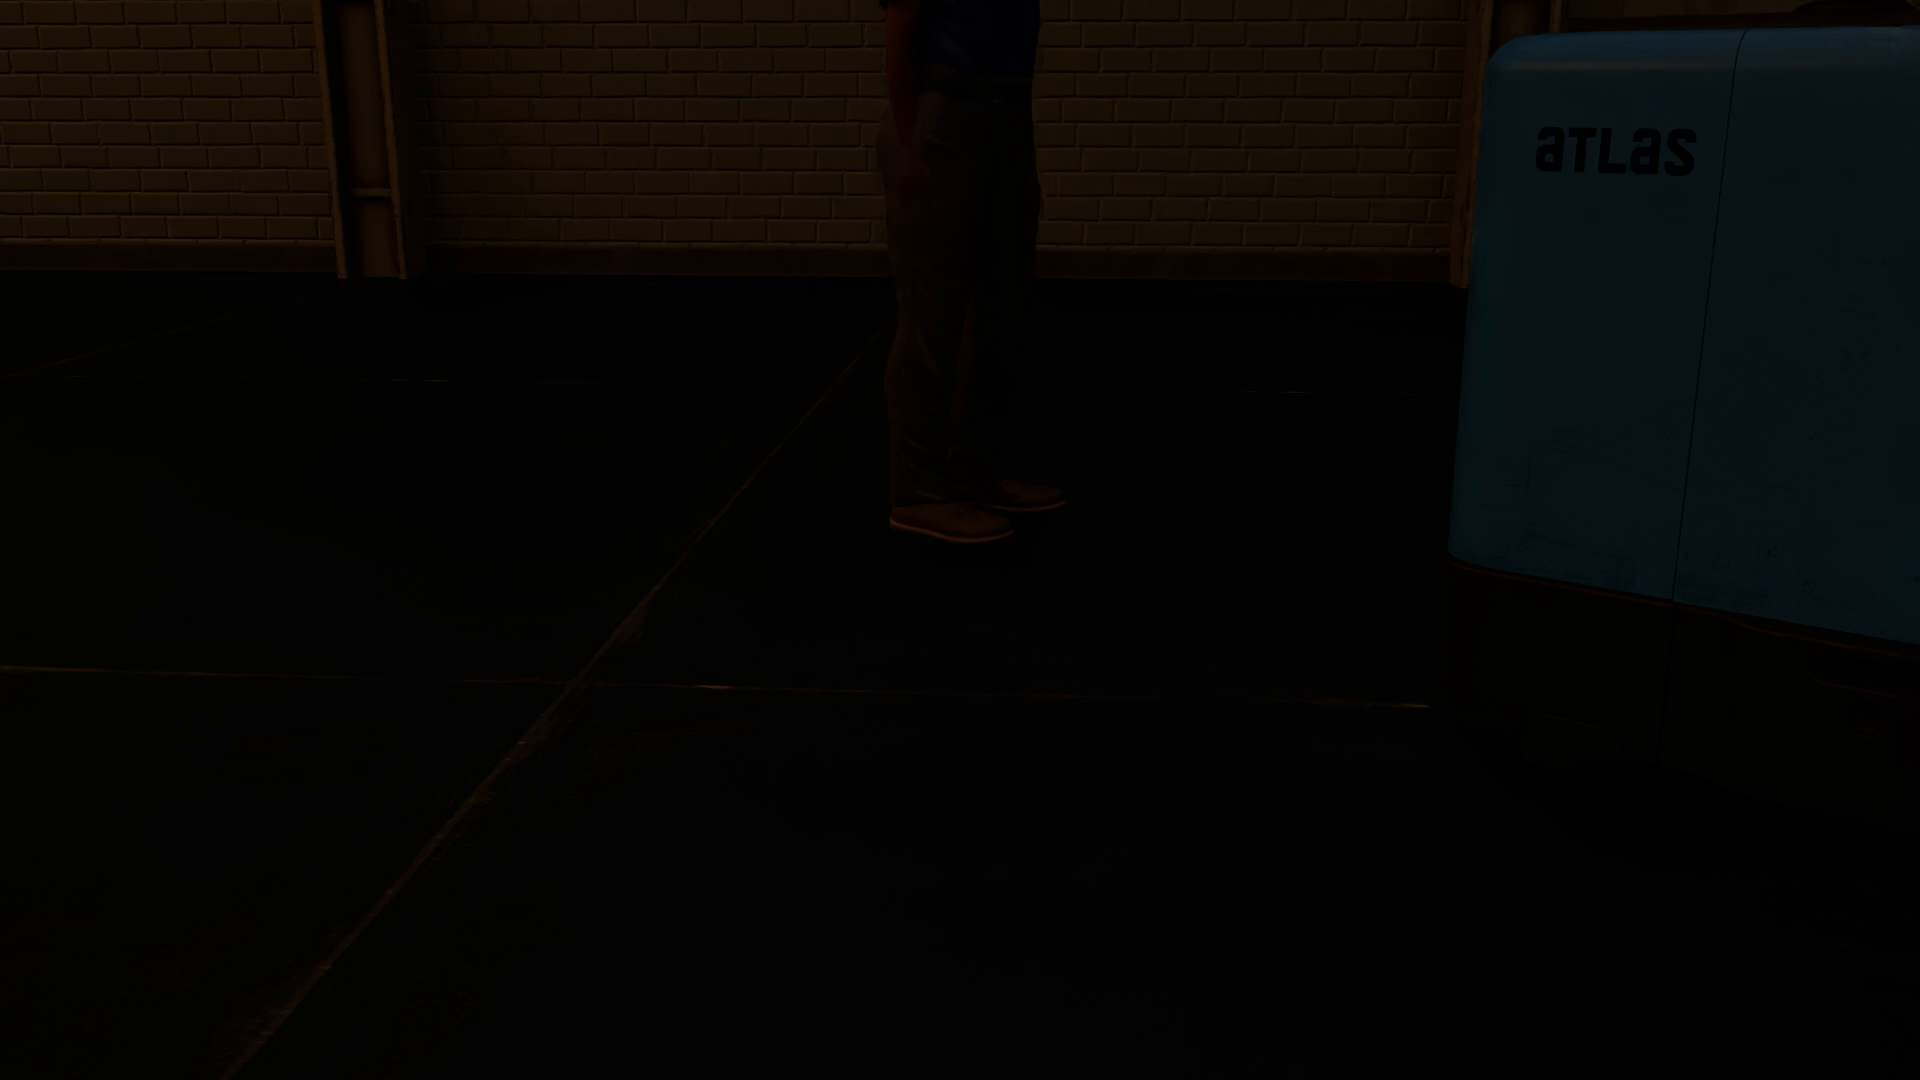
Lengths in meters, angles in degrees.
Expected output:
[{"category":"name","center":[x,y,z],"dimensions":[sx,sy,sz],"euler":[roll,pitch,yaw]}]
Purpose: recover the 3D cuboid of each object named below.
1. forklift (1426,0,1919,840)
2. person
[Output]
[{"category":"forklift","center":[2.203,-0.947,1.709],"dimensions":[3.031,2.935,1.130],"euler":[12,19,37]},{"category":"person","center":[0.040,-0.835,3.592],"dimensions":[0.345,1.659,0.466],"euler":[12,19,37]}]
